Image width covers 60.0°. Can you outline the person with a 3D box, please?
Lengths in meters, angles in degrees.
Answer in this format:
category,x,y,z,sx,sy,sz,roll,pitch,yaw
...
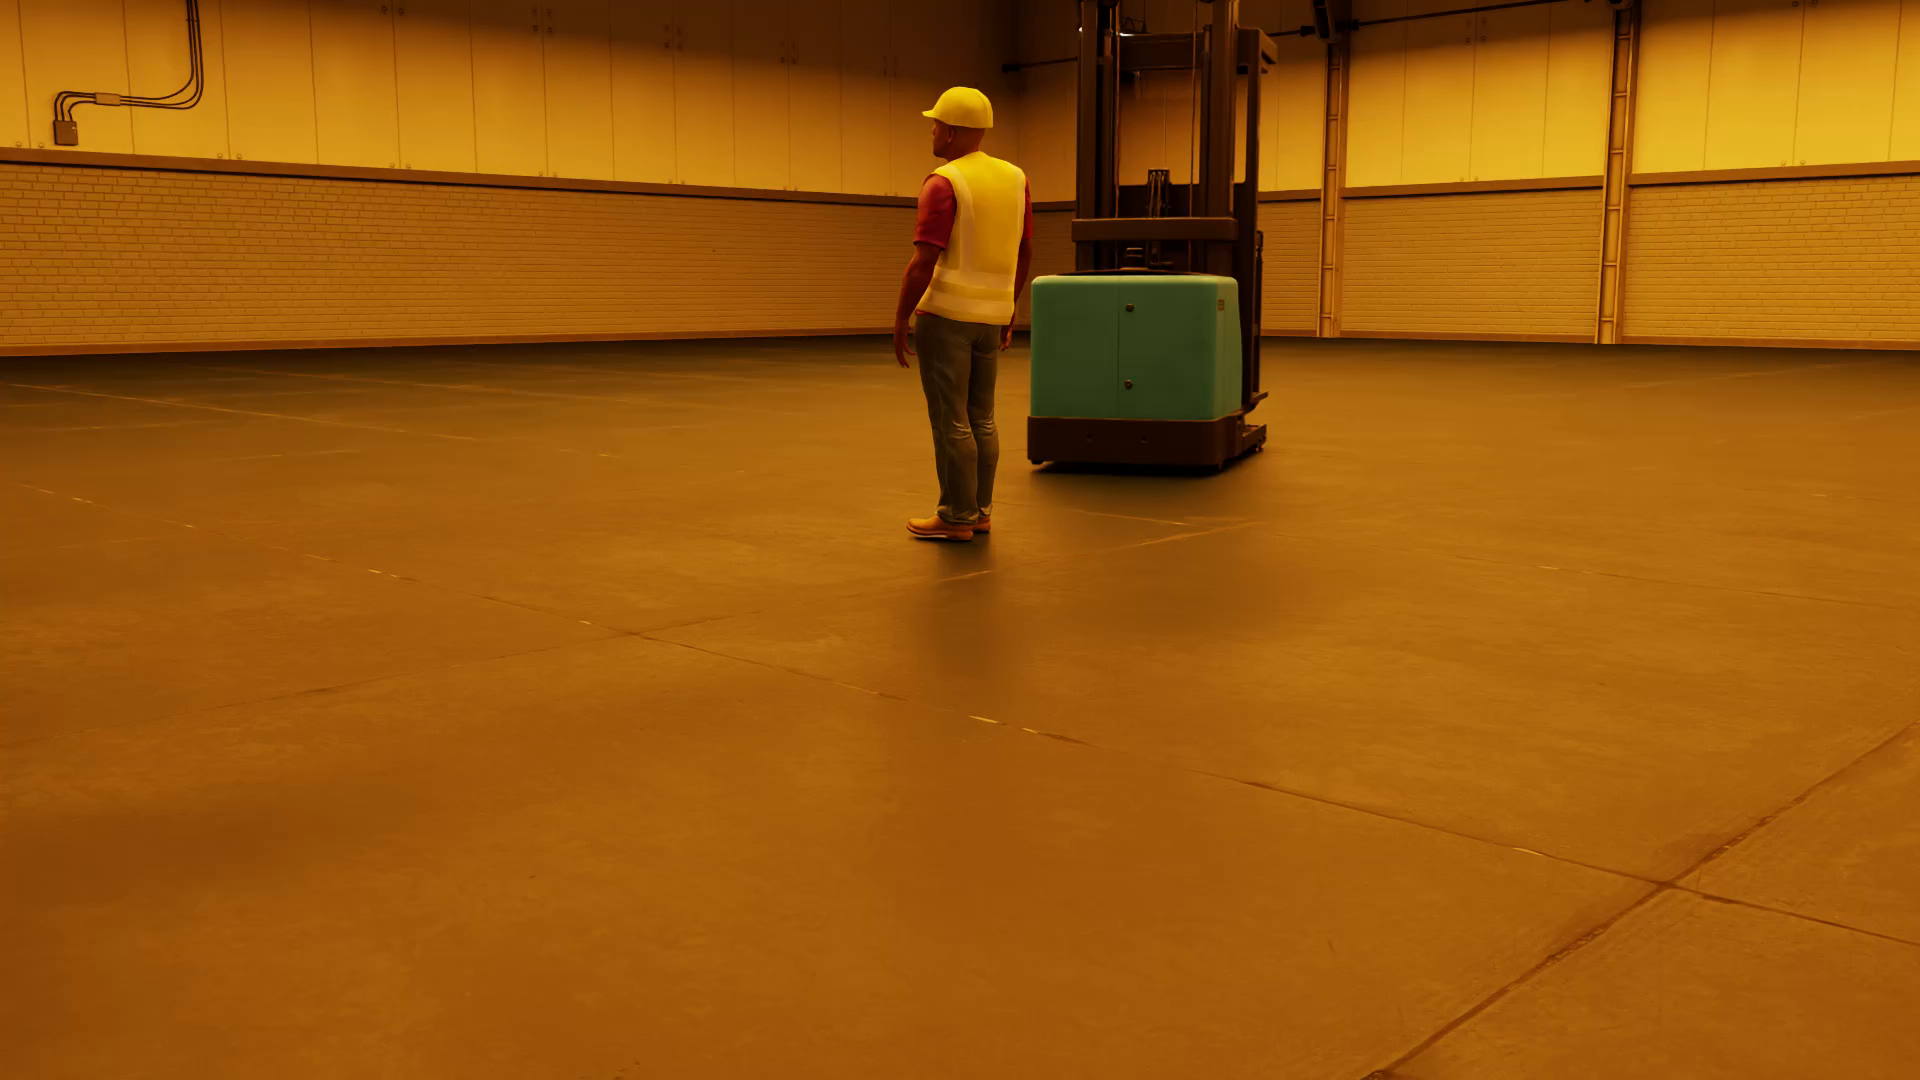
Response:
category,x,y,z,sx,sy,sz,roll,pitch,yaw
person,-0.045,-0.888,6.637,0.577,1.765,0.665,8,12,43

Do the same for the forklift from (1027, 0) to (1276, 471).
category,x,y,z,sx,sy,sz,roll,pitch,yaw
forklift,1.310,-2.006,10.198,1.130,2.935,3.031,3,9,18
